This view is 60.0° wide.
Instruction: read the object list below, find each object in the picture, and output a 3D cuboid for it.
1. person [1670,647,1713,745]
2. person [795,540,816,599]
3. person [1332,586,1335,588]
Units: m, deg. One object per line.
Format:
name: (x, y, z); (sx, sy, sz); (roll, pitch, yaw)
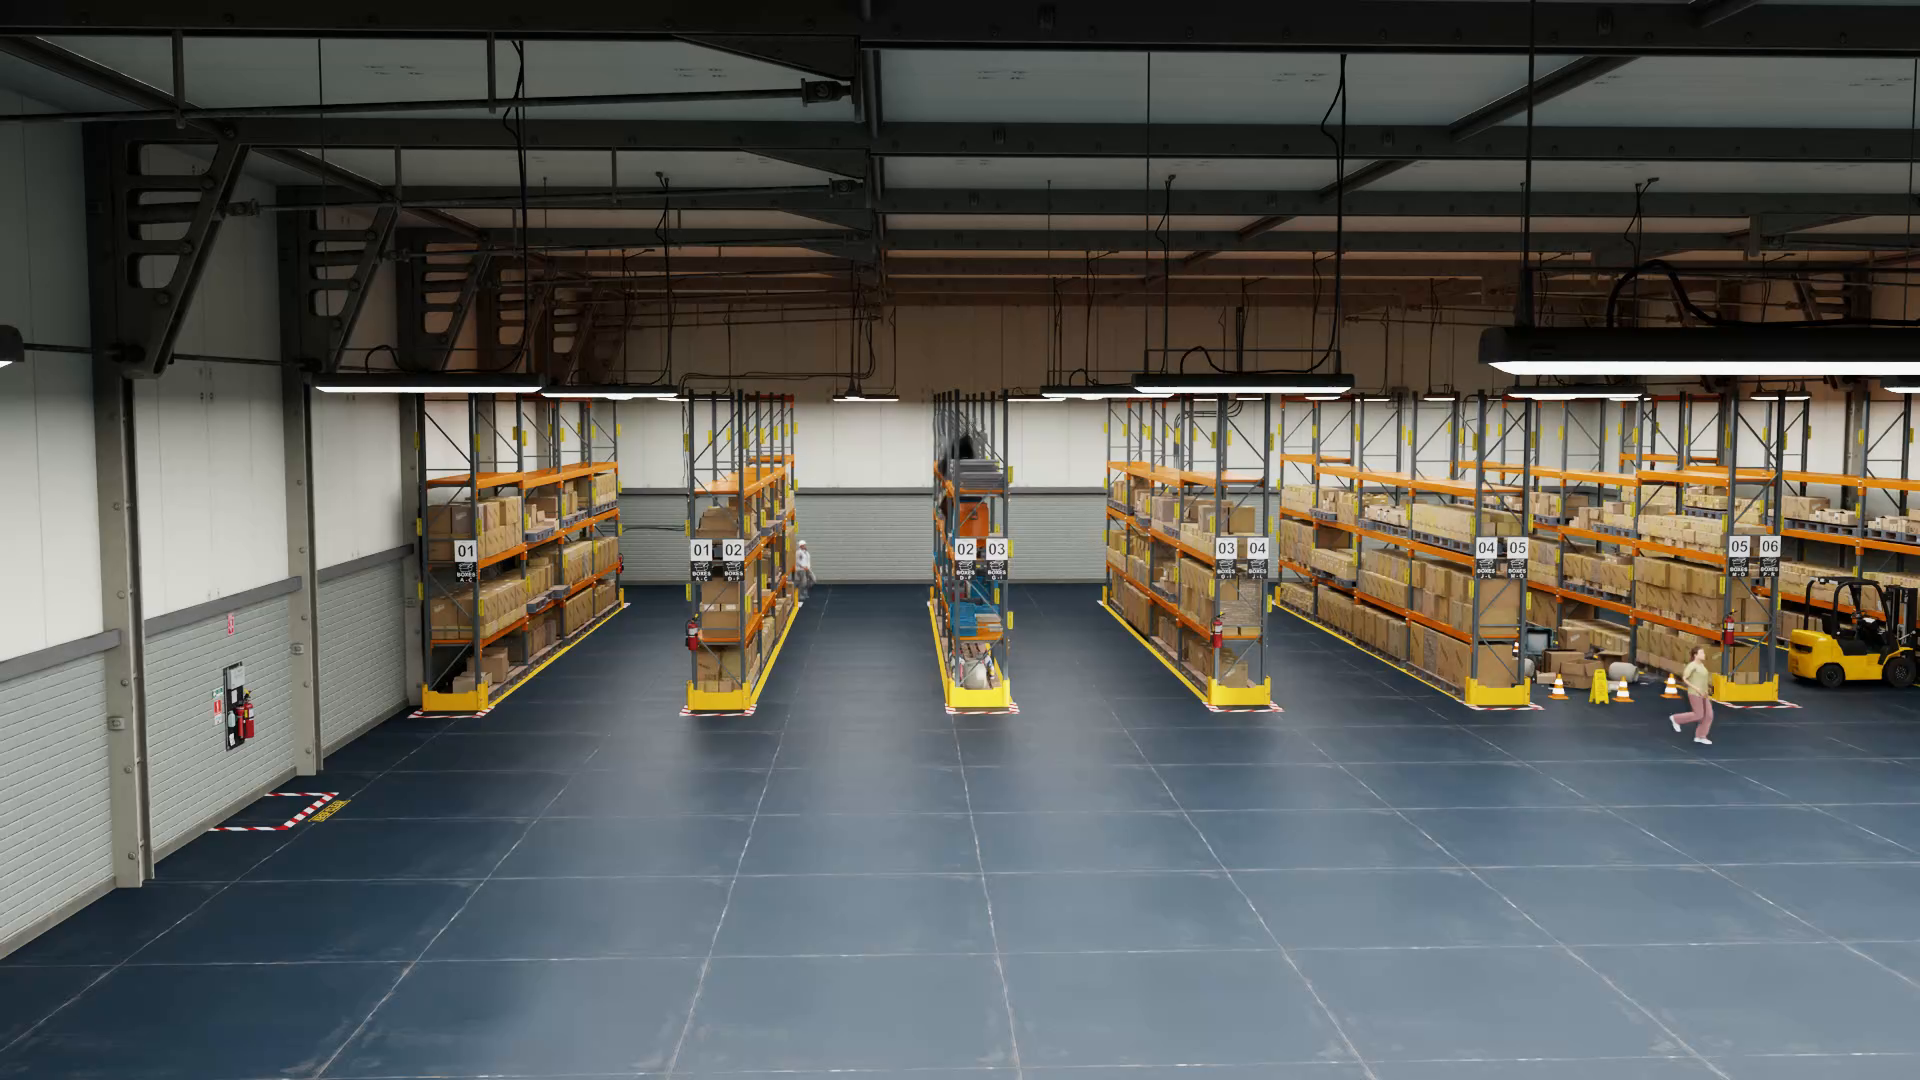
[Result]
person: (12.475, 2.617, 28.232); (0.595, 1.640, 0.725); (-4, 6, -39)
person: (-4.545, 0.869, 48.810); (0.604, 1.732, 0.681); (2, 5, 28)
person: (10.937, 0.957, 48.187); (0.712, 1.764, 0.755); (-4, 6, -39)
